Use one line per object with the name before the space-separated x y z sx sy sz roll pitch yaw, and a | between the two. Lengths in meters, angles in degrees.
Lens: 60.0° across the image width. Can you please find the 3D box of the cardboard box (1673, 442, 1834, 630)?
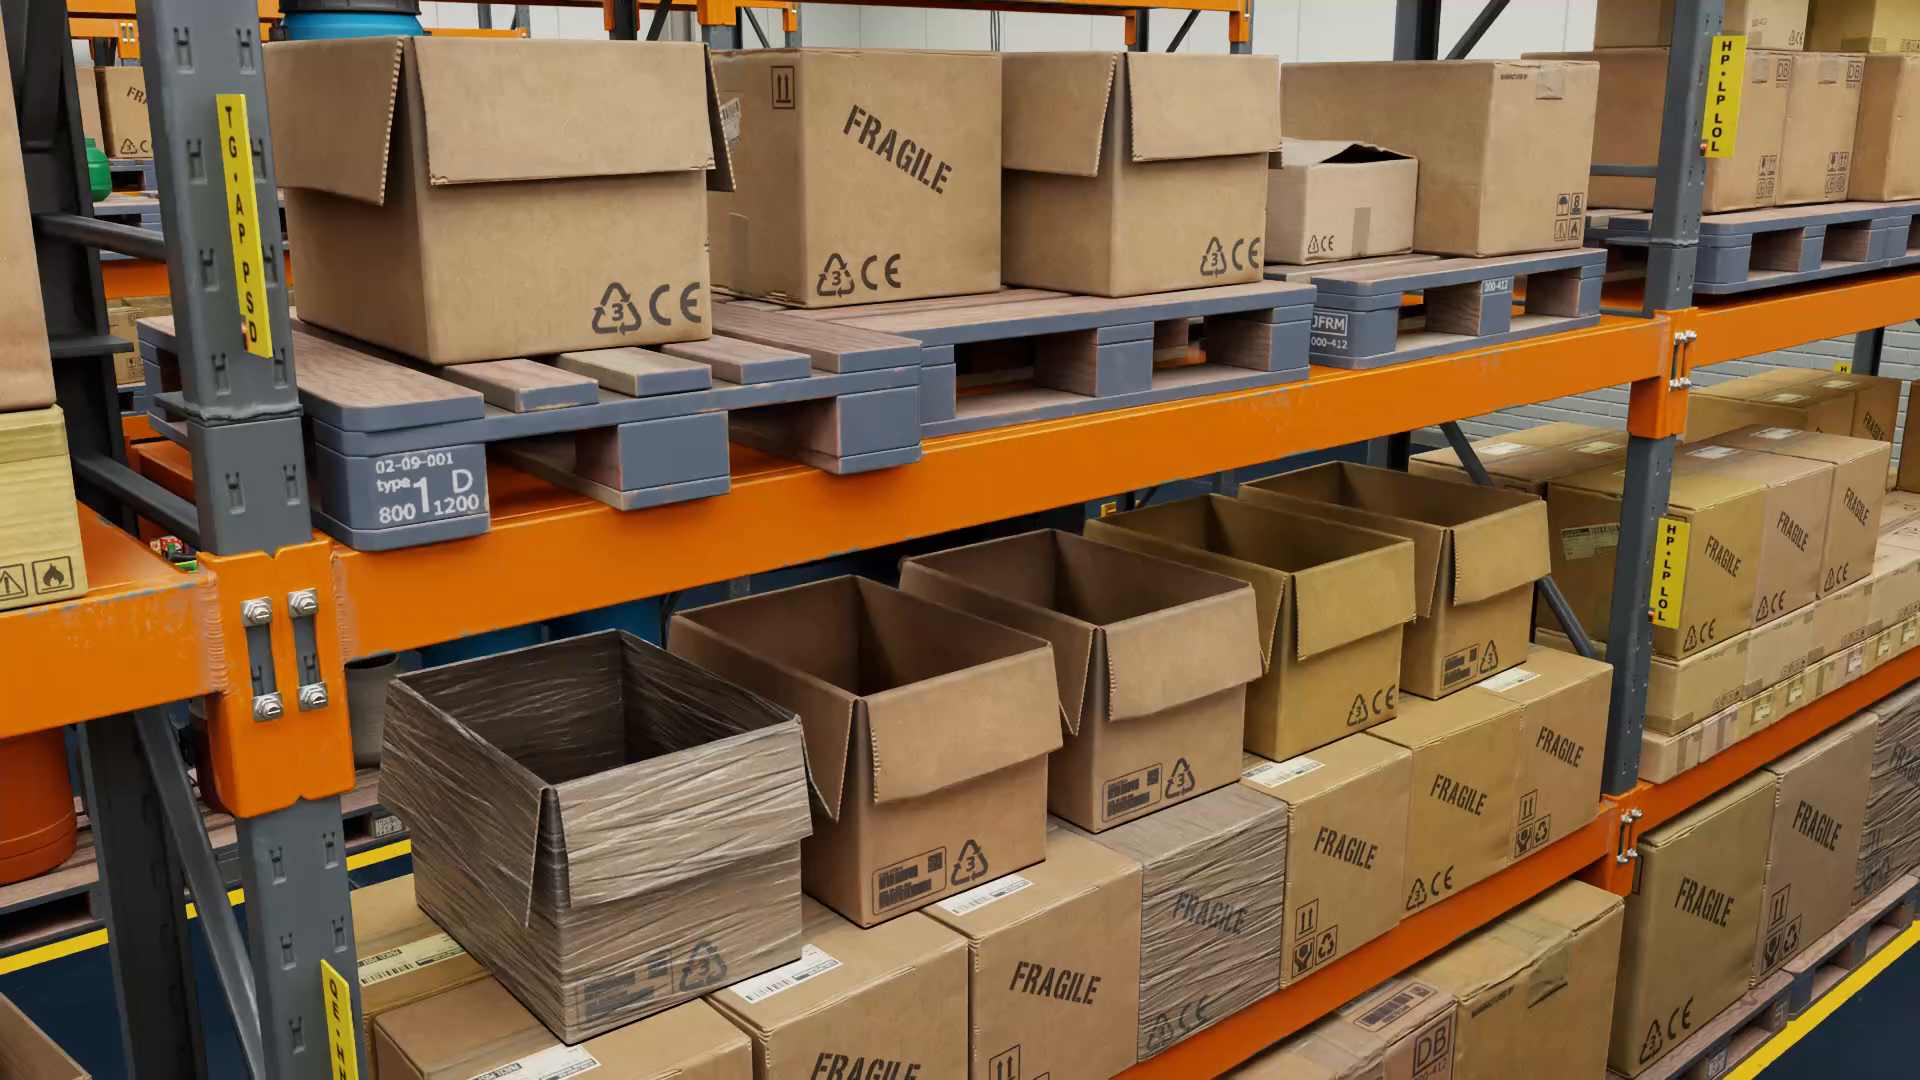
cardboard box | 2.658 -0.030 5.809 0.500 0.500 0.500 -13 19 -39

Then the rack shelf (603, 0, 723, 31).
rack shelf | -3.008 -2.466 7.213 4.000 0.370 1.077 -13 19 -39

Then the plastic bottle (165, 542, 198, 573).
plastic bottle | -3.324 0.145 7.120 0.133 0.283 0.061 -13 19 -39

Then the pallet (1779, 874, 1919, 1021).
pallet | 3.298 1.543 7.064 1.213 0.211 1.003 -13 19 -39

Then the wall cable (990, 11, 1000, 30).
wall cable | 1.292 -7.253 19.198 0.112 2.526 3.097 -13 19 -39

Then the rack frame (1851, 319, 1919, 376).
rack frame | 4.770 -0.160 8.038 0.127 3.000 1.000 -13 19 -39

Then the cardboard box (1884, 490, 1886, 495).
cardboard box | 3.843 -0.114 7.577 0.500 0.250 0.500 -13 20 -40

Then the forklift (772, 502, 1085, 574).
forklift | -0.470 -1.294 12.414 3.031 2.935 1.130 -12 19 -37

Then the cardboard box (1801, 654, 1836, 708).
cardboard box | 2.980 0.476 6.143 0.250 0.149 0.380 -13 20 -40

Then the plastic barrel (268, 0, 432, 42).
plastic barrel | -2.686 -2.022 7.411 0.708 0.901 0.600 -13 19 -39

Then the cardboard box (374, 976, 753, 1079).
cardboard box | -0.720 1.117 3.061 0.500 0.500 0.500 -12 19 -38

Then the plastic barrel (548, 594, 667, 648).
plastic barrel | -1.921 0.453 8.995 0.708 0.901 0.600 -13 19 -39

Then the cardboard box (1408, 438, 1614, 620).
cardboard box | 1.923 -0.046 5.872 0.500 0.500 0.500 -12 19 -38

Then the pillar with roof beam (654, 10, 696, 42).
pillar with roof beam | -0.690 -5.739 17.299 0.400 9.000 9.100 -13 19 -39

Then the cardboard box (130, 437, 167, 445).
cardboard box | -6.027 -0.575 12.129 0.500 0.250 0.500 -13 19 -39

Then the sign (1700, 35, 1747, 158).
sign | 2.116 -1.230 4.617 0.005 0.325 0.100 -13 19 -39

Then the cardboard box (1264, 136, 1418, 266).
cardboard box | 0.866 -0.923 4.441 0.500 0.311 0.500 -14 20 -41

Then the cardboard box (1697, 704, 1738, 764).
cardboard box | 2.392 0.609 5.645 0.250 0.149 0.380 -14 20 -41

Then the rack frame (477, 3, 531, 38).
rack frame | -4.985 -5.952 18.094 0.127 3.000 1.000 -13 19 -39

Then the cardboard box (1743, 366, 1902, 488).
cardboard box | 3.853 -0.480 7.497 0.500 0.500 0.500 -13 20 -41

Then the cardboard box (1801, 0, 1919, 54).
cardboard box | 3.239 -1.931 6.200 0.500 0.250 0.500 -13 20 -41

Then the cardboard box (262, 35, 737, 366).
cardboard box | -0.852 -0.624 2.949 0.637 0.503 0.797 -11 19 -36

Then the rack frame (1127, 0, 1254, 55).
rack frame | 1.518 -4.023 10.874 0.127 3.000 1.000 -13 19 -39

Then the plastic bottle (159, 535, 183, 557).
plastic bottle | -3.704 0.004 7.806 0.097 0.201 0.097 0 15 0

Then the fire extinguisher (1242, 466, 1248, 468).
fire extinguisher | 1.931 -0.844 11.470 0.183 0.674 0.296 -13 19 -39

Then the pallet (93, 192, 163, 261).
pallet | -3.875 -1.238 6.625 1.213 0.211 1.003 -13 19 -39

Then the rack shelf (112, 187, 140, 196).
rack shelf | -6.257 -2.175 11.161 4.000 0.370 1.077 -13 19 -39

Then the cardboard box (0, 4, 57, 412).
cardboard box | -1.461 -0.415 2.015 0.500 0.500 0.500 -12 19 -38

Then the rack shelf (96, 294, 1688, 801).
rack shelf | 0.243 -0.246 3.938 4.000 0.370 1.077 -13 19 -39

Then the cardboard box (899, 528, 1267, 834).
cardboard box | 0.292 0.316 4.115 0.637 0.503 0.797 -12 19 -38

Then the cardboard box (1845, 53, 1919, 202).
cardboard box | 3.199 -1.527 6.140 0.500 0.500 0.700 -12 19 -37

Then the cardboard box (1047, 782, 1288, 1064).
cardboard box | 0.430 0.858 4.033 0.500 0.500 0.500 -13 19 -39

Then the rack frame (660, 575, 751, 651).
rack frame | -1.499 -0.447 9.111 0.127 3.000 1.000 -13 19 -39

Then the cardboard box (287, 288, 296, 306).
cardboard box | -5.252 -1.626 12.519 0.700 0.500 0.500 8 17 28

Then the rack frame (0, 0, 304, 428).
rack frame | -1.265 -1.704 2.190 0.127 3.000 1.000 -13 19 -39

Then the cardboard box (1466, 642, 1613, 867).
cardboard box | 1.579 0.601 4.993 0.500 0.500 0.500 -13 19 -39

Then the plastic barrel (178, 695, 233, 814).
plastic barrel | -3.307 0.915 7.870 0.708 0.588 0.600 -13 19 -39

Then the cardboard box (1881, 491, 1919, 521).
cardboard box | 4.195 -0.012 7.197 0.500 0.250 0.500 -13 20 -40

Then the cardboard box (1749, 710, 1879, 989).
cardboard box | 2.982 1.092 6.652 0.875 0.875 0.875 -13 19 -39

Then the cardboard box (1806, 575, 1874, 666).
cardboard box | 3.044 0.245 6.234 0.500 0.250 0.500 -12 19 -38

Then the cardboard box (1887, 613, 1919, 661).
cardboard box | 3.564 0.344 6.635 0.250 0.149 0.380 -12 19 -38

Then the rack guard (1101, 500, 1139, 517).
rack guard | 1.528 0.076 11.995 0.348 0.500 1.175 -13 19 -39

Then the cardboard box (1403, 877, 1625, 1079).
cardboard box | 1.283 1.453 5.301 0.875 0.875 1.225 -13 19 -39

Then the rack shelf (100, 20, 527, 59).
rack shelf | -6.494 -5.072 16.970 4.000 0.370 1.077 -13 19 -39

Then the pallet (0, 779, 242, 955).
pallet | -3.949 1.436 7.464 1.213 0.211 1.003 -13 19 -39

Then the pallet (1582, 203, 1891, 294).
pallet | 2.376 -1.026 5.637 1.213 0.211 1.003 -13 19 -39
